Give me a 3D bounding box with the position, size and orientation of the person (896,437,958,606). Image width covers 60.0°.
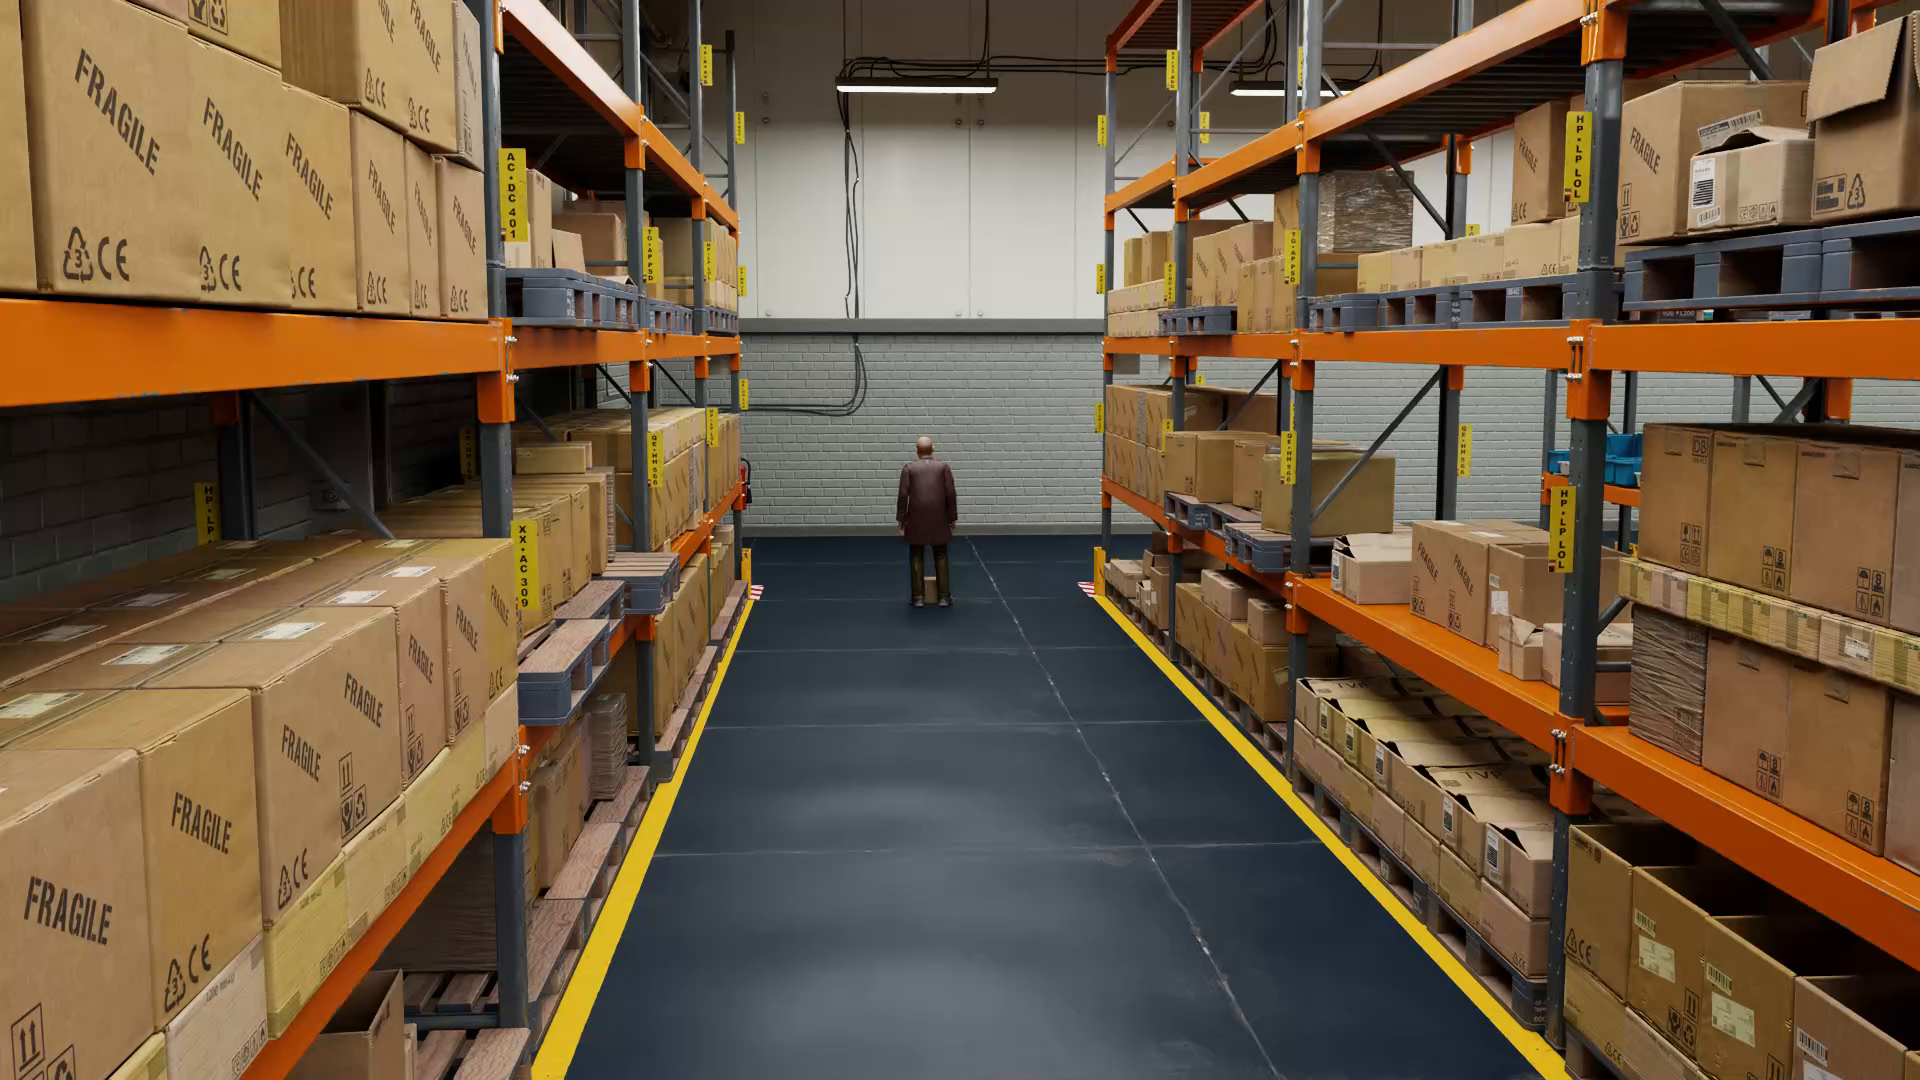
[{"bbox_3d":[-0.344,-0.138,17.460,0.652,1.659,0.417,-1,7,-5],"label":"person"}]
